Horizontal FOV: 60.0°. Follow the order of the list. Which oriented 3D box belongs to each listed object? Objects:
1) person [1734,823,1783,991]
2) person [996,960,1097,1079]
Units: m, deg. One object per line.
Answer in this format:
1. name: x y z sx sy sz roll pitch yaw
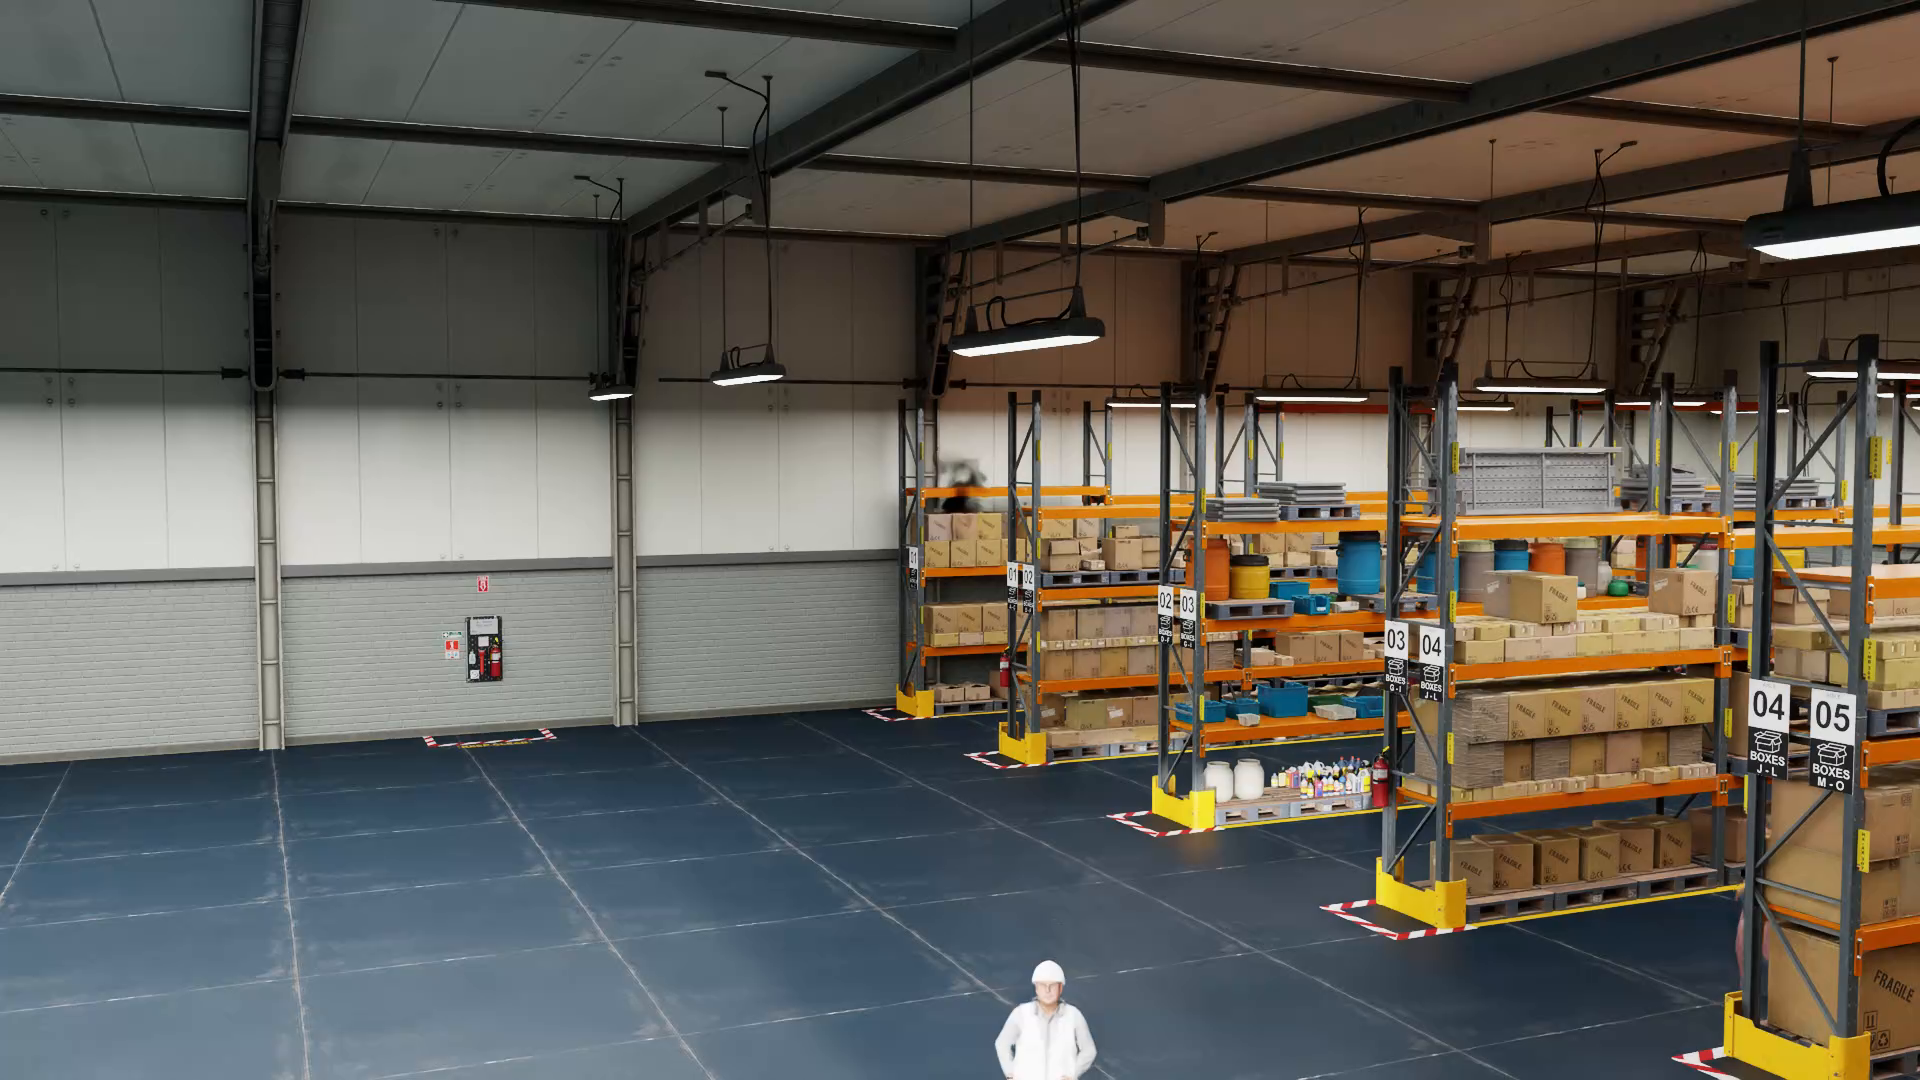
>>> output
1. person: 7.490 3.438 15.447 0.802 1.635 0.589 -2 4 -27
2. person: 0.572 3.652 11.055 0.671 1.728 0.597 0 3 1
